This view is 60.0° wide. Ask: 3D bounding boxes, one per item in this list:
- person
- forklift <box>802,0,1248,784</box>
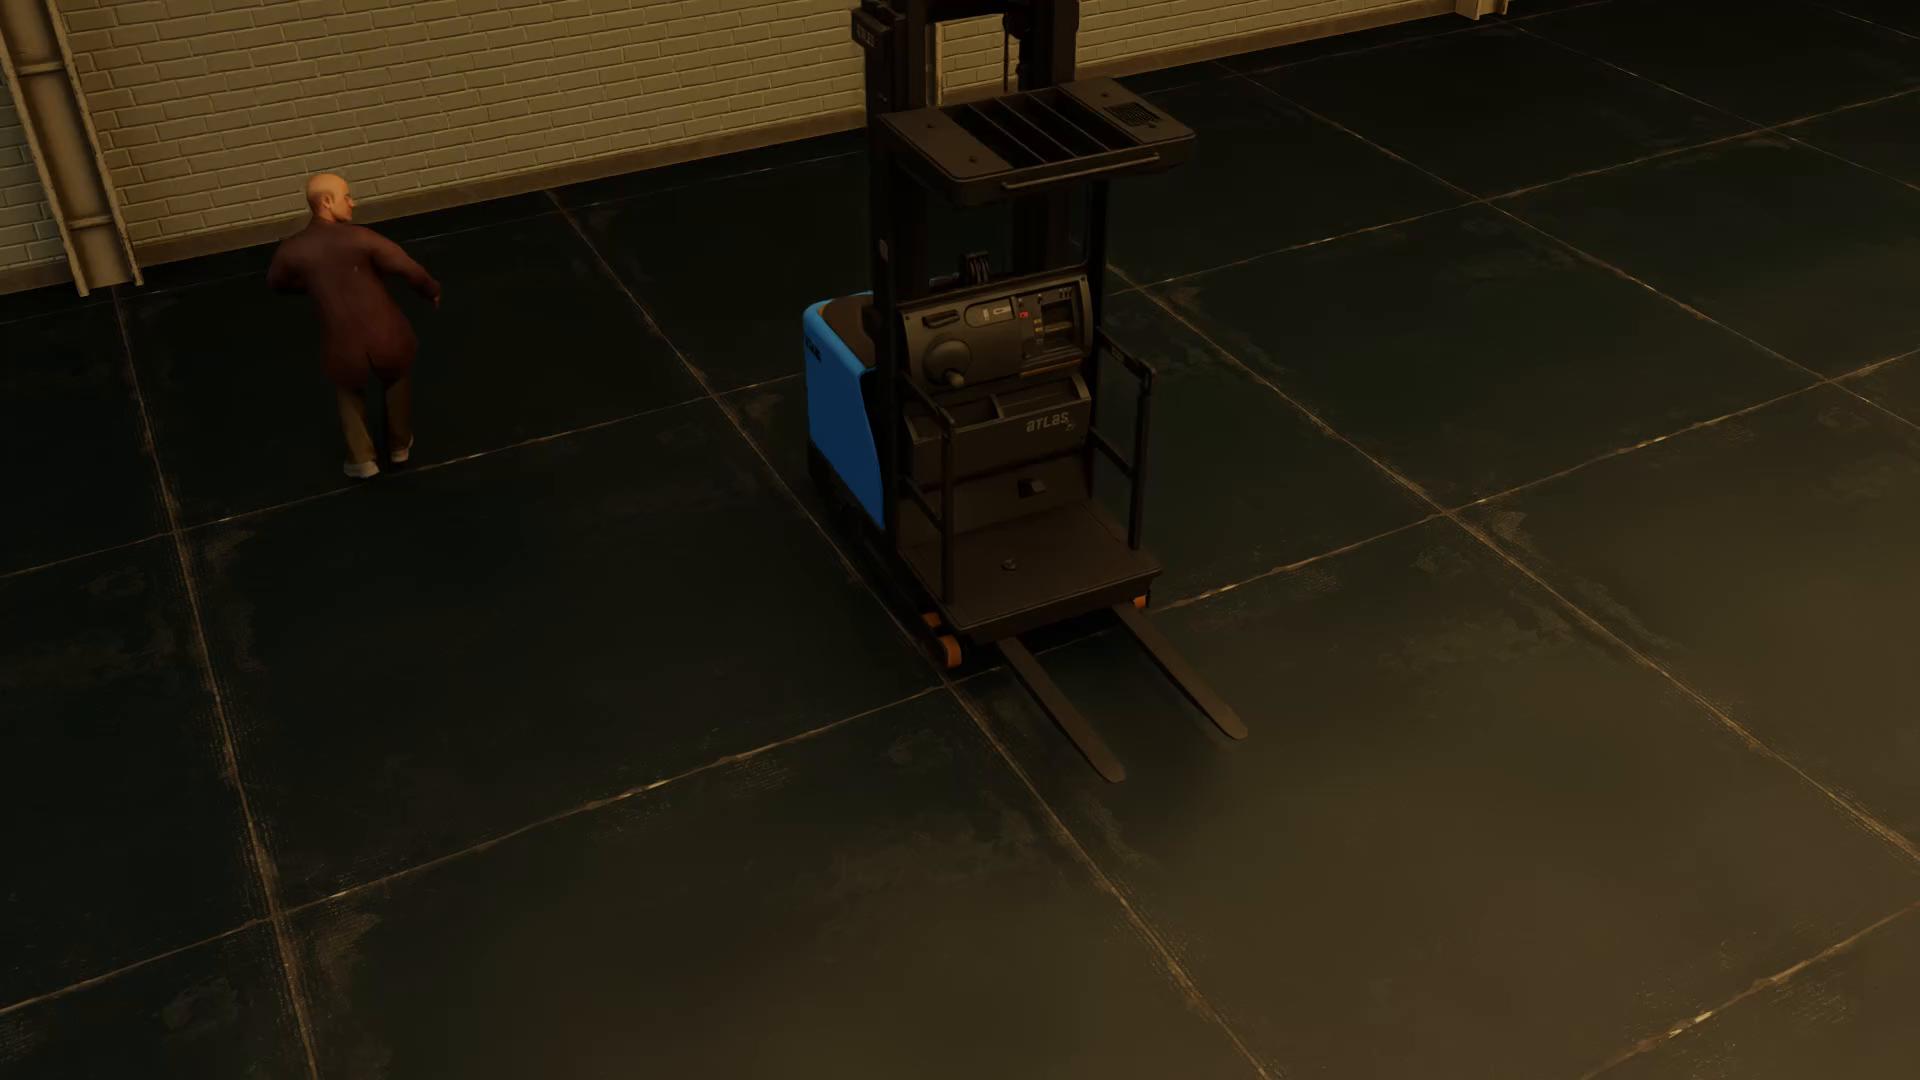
[{"bbox_3d":[-3.181,-1.168,8.865,0.863,1.697,0.756,-7,36,-10],"label":"person"},{"bbox_3d":[0.272,-0.881,7.369,1.130,2.935,3.031,-16,38,-21],"label":"forklift"}]
